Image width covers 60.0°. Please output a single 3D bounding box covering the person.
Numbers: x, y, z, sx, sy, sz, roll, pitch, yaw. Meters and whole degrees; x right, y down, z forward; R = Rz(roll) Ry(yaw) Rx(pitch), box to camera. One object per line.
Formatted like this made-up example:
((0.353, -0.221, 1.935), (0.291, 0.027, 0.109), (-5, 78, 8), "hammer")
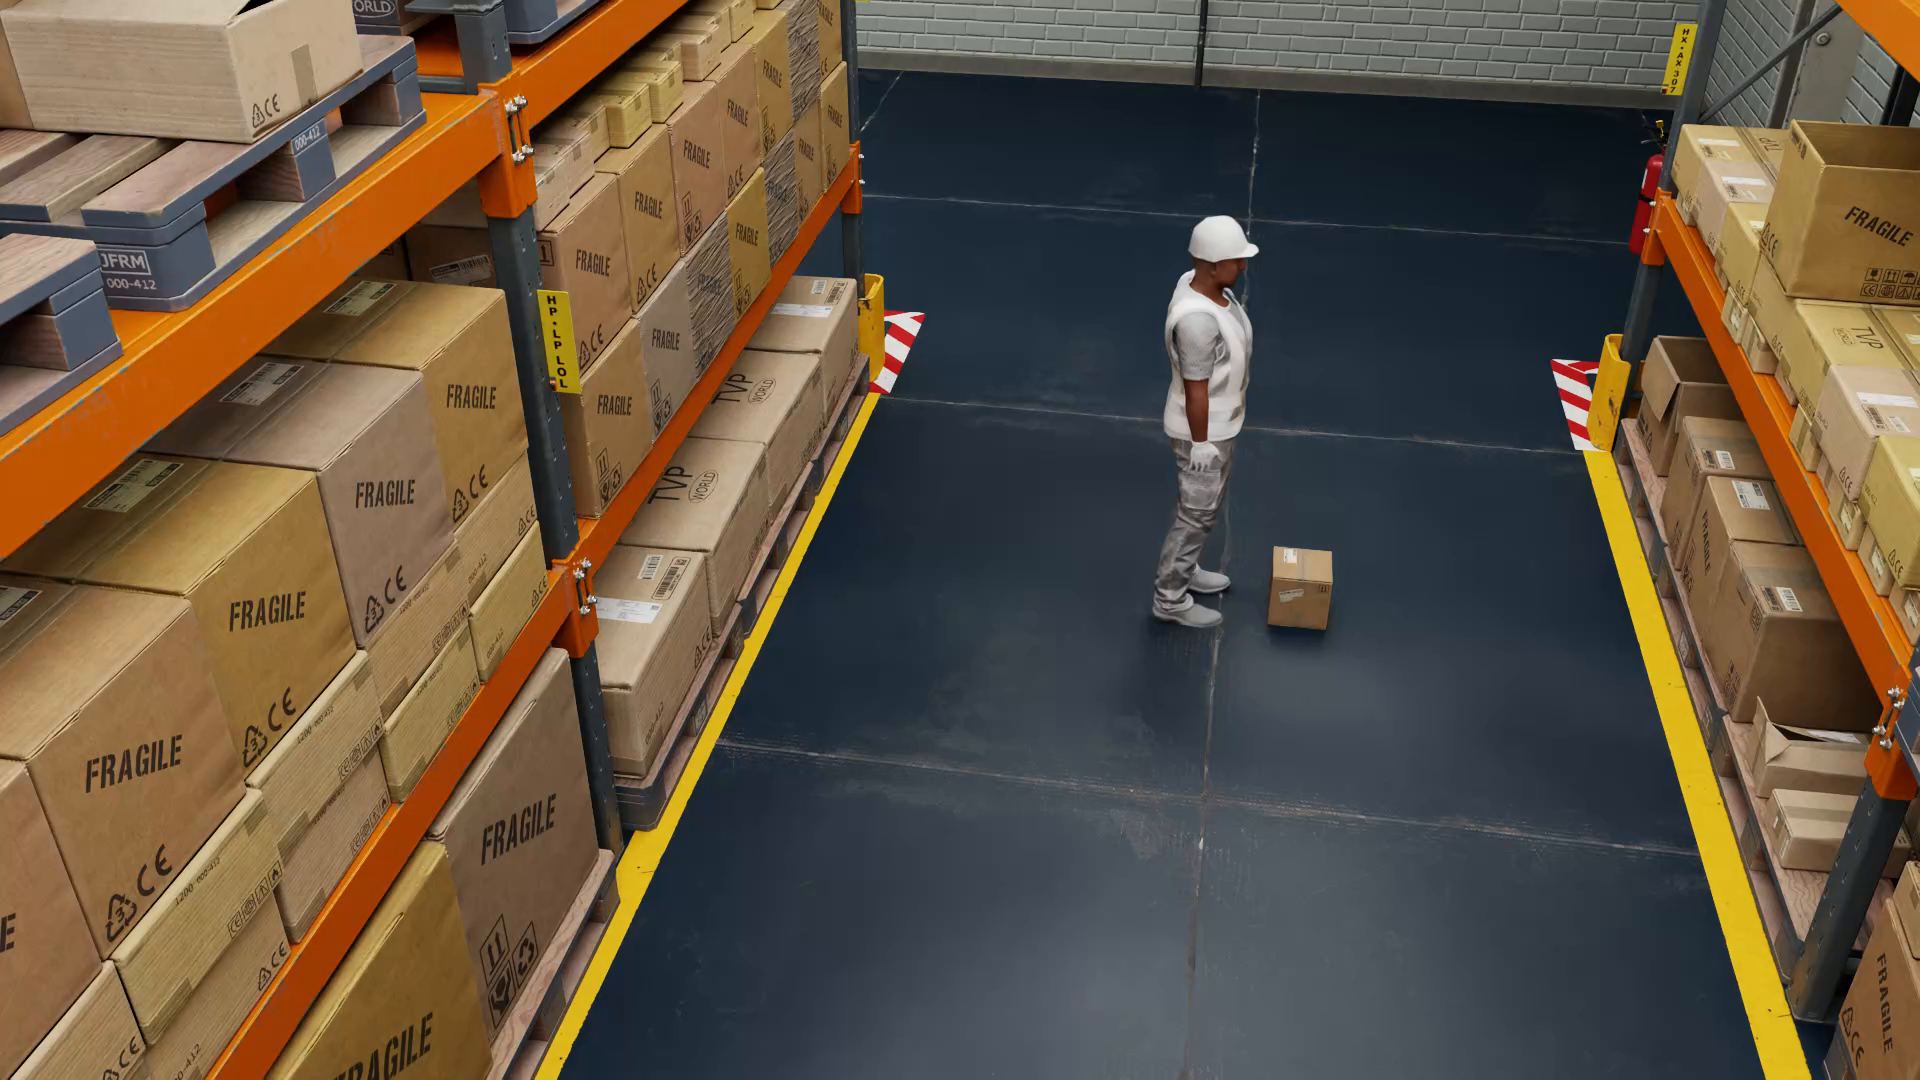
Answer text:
((1.011, -0.487, 6.910), (0.359, 1.790, 0.547), (6, 33, 9), "person")
